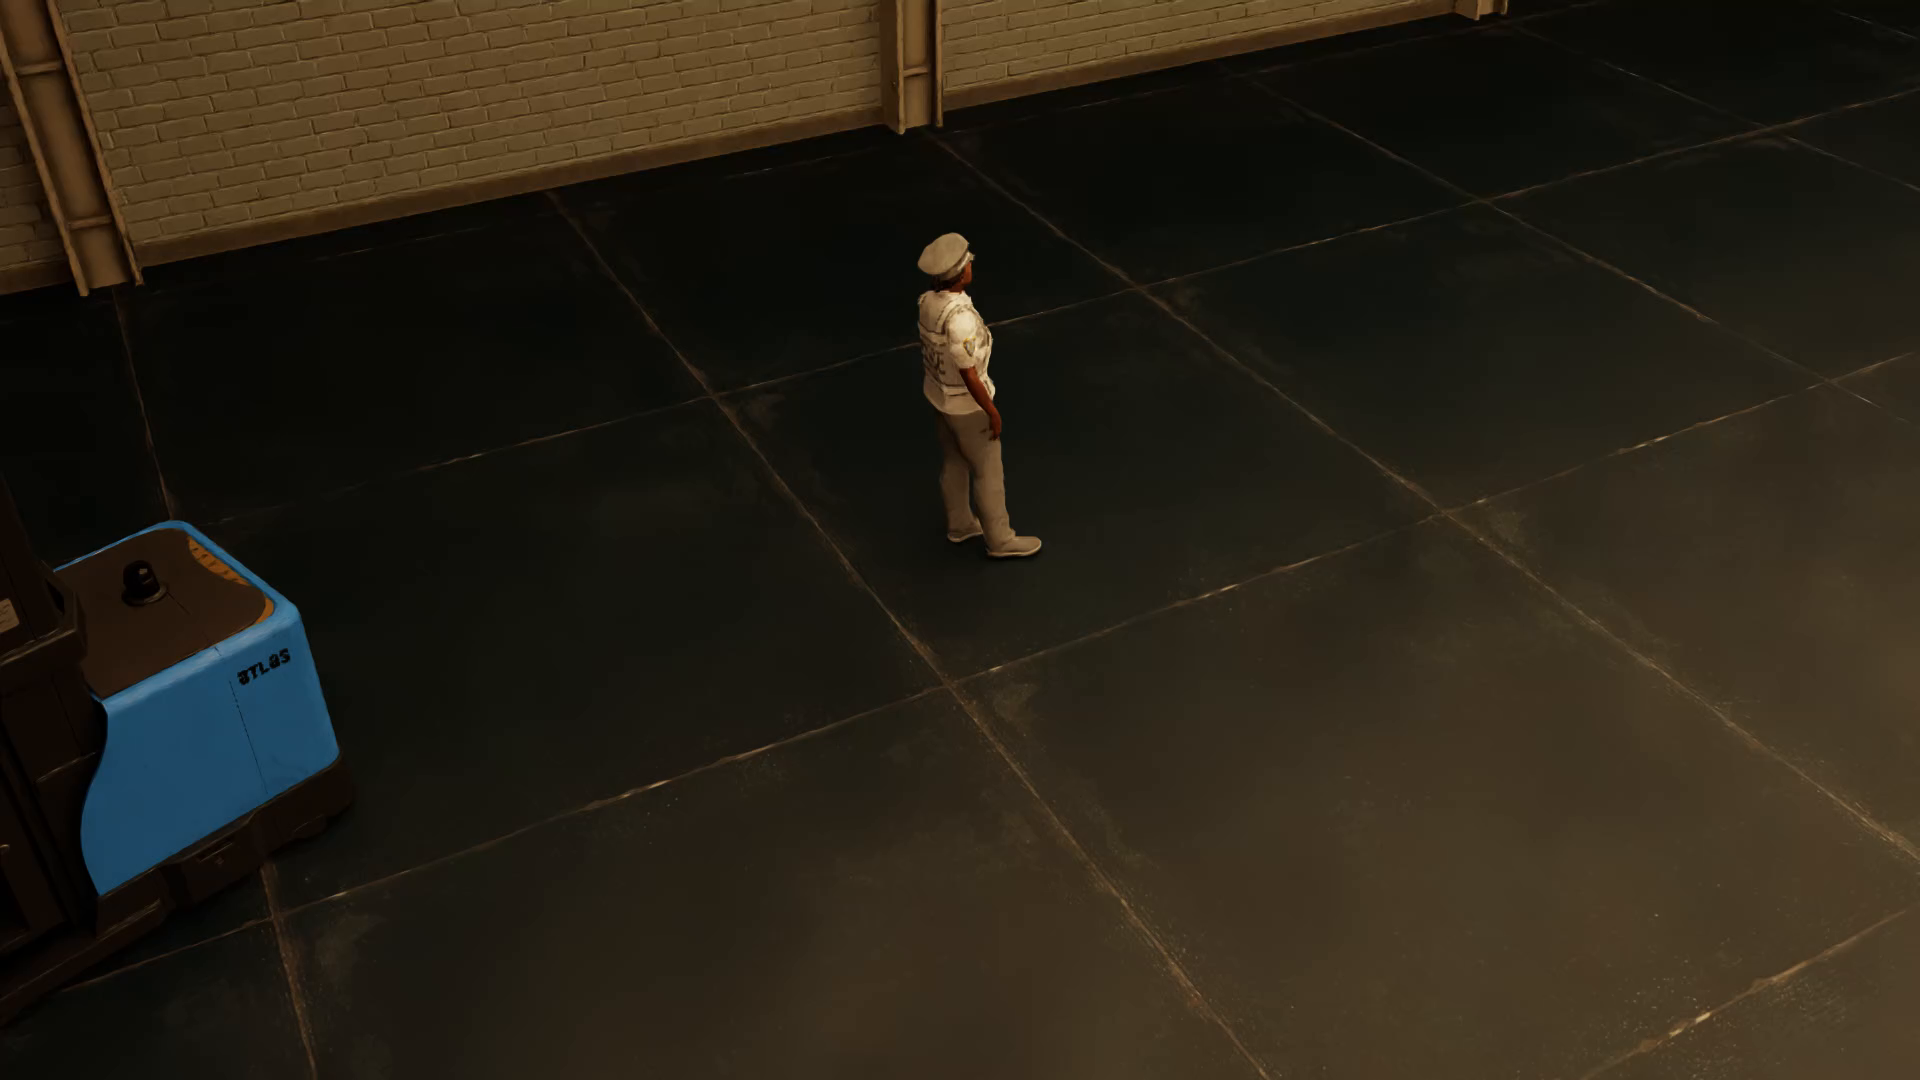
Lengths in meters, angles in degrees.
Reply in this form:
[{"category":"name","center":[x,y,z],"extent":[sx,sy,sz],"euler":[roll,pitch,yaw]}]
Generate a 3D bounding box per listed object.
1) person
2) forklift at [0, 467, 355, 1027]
[{"category":"person","center":[0.075,-0.707,8.184],"extent":[0.529,1.691,0.570],"euler":[-17,39,-23]},{"category":"forklift","center":[-3.909,0.392,5.569],"extent":[1.130,2.935,3.031],"euler":[27,44,33]}]
